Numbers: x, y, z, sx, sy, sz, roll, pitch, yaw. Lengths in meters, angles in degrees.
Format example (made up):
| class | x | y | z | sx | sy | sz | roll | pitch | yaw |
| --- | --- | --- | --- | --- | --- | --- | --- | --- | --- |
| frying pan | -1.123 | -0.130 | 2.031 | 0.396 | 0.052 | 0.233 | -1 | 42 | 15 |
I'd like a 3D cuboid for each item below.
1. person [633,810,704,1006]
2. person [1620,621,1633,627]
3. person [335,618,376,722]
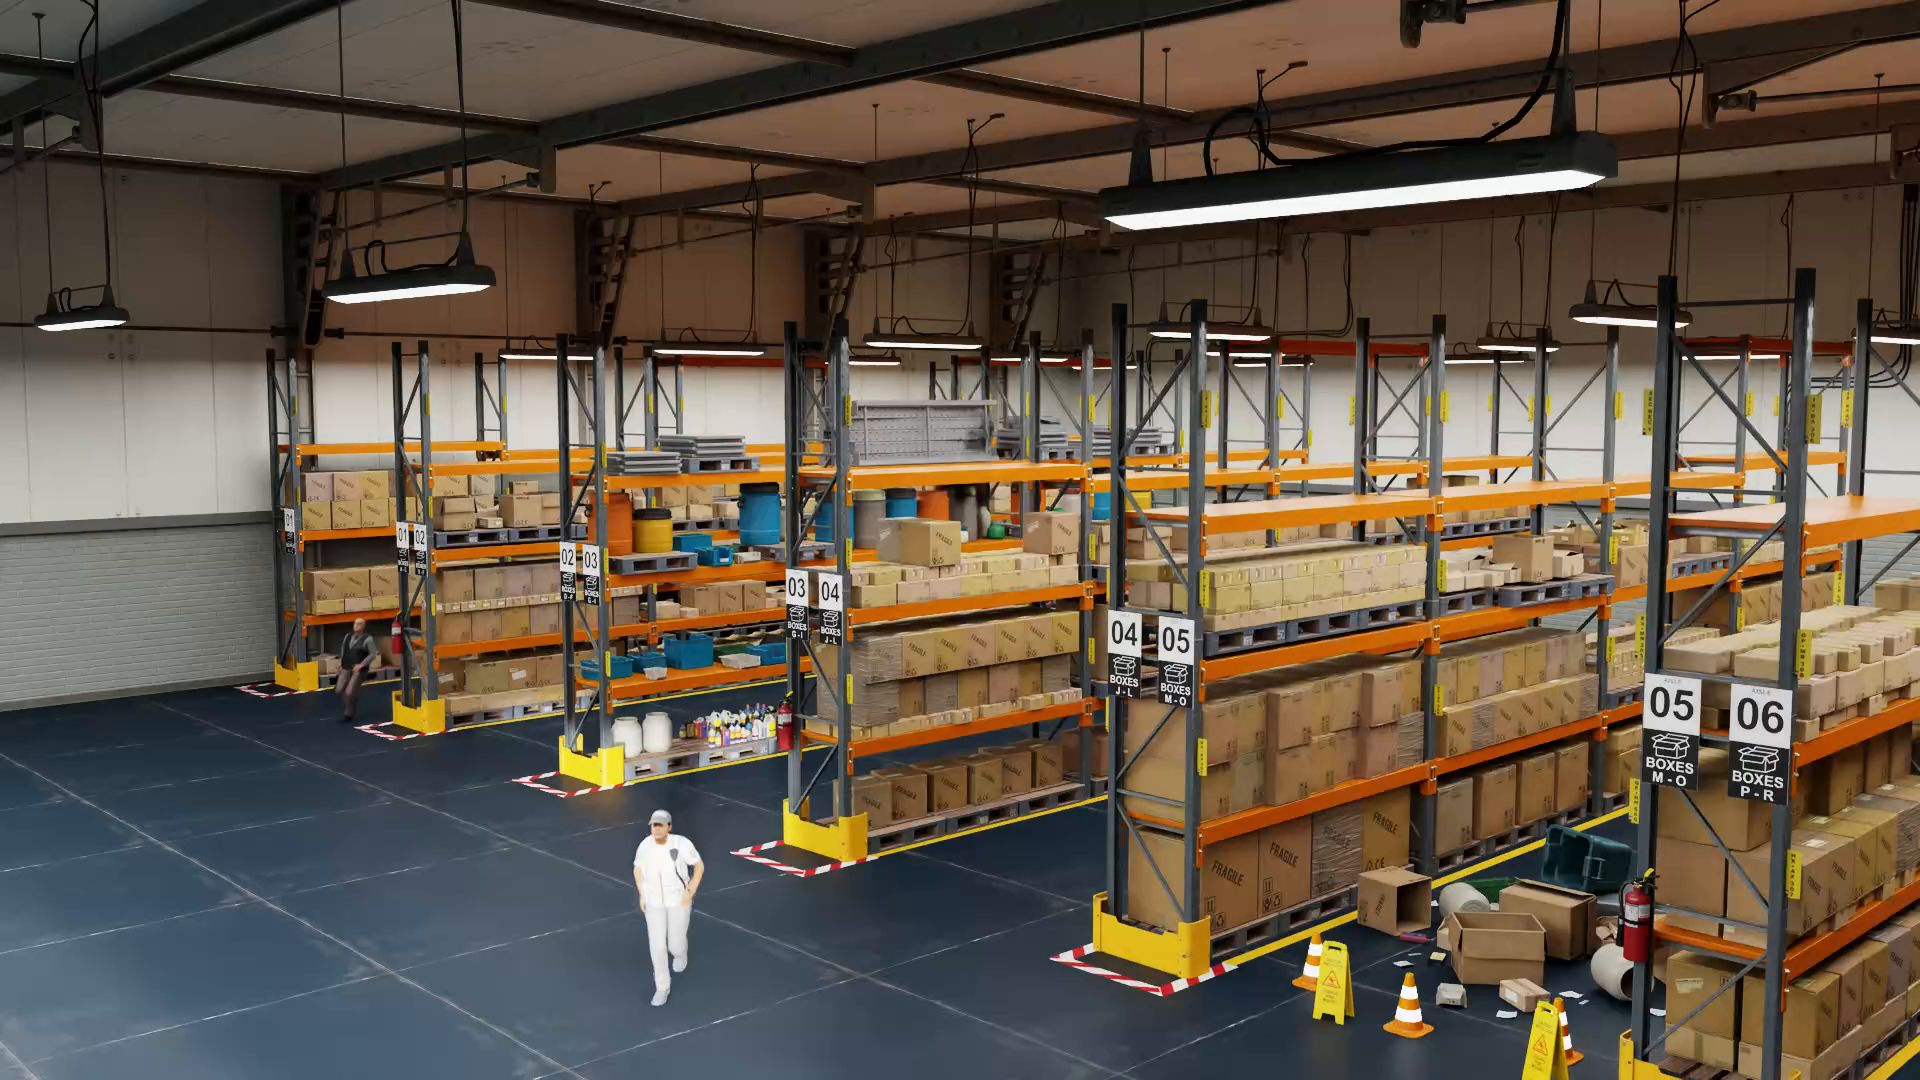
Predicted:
| class | x | y | z | sx | sy | sz | roll | pitch | yaw |
| --- | --- | --- | --- | --- | --- | --- | --- | --- | --- |
| person | -2.510 | 3.118 | 14.385 | 0.609 | 1.661 | 0.654 | 0 | 5 | 2 |
| person | 10.299 | 2.093 | 25.776 | 0.780 | 1.682 | 0.672 | -5 | 7 | -44 |
| person | -9.602 | 2.064 | 26.350 | 0.684 | 1.649 | 0.532 | 1 | 5 | 10 |
